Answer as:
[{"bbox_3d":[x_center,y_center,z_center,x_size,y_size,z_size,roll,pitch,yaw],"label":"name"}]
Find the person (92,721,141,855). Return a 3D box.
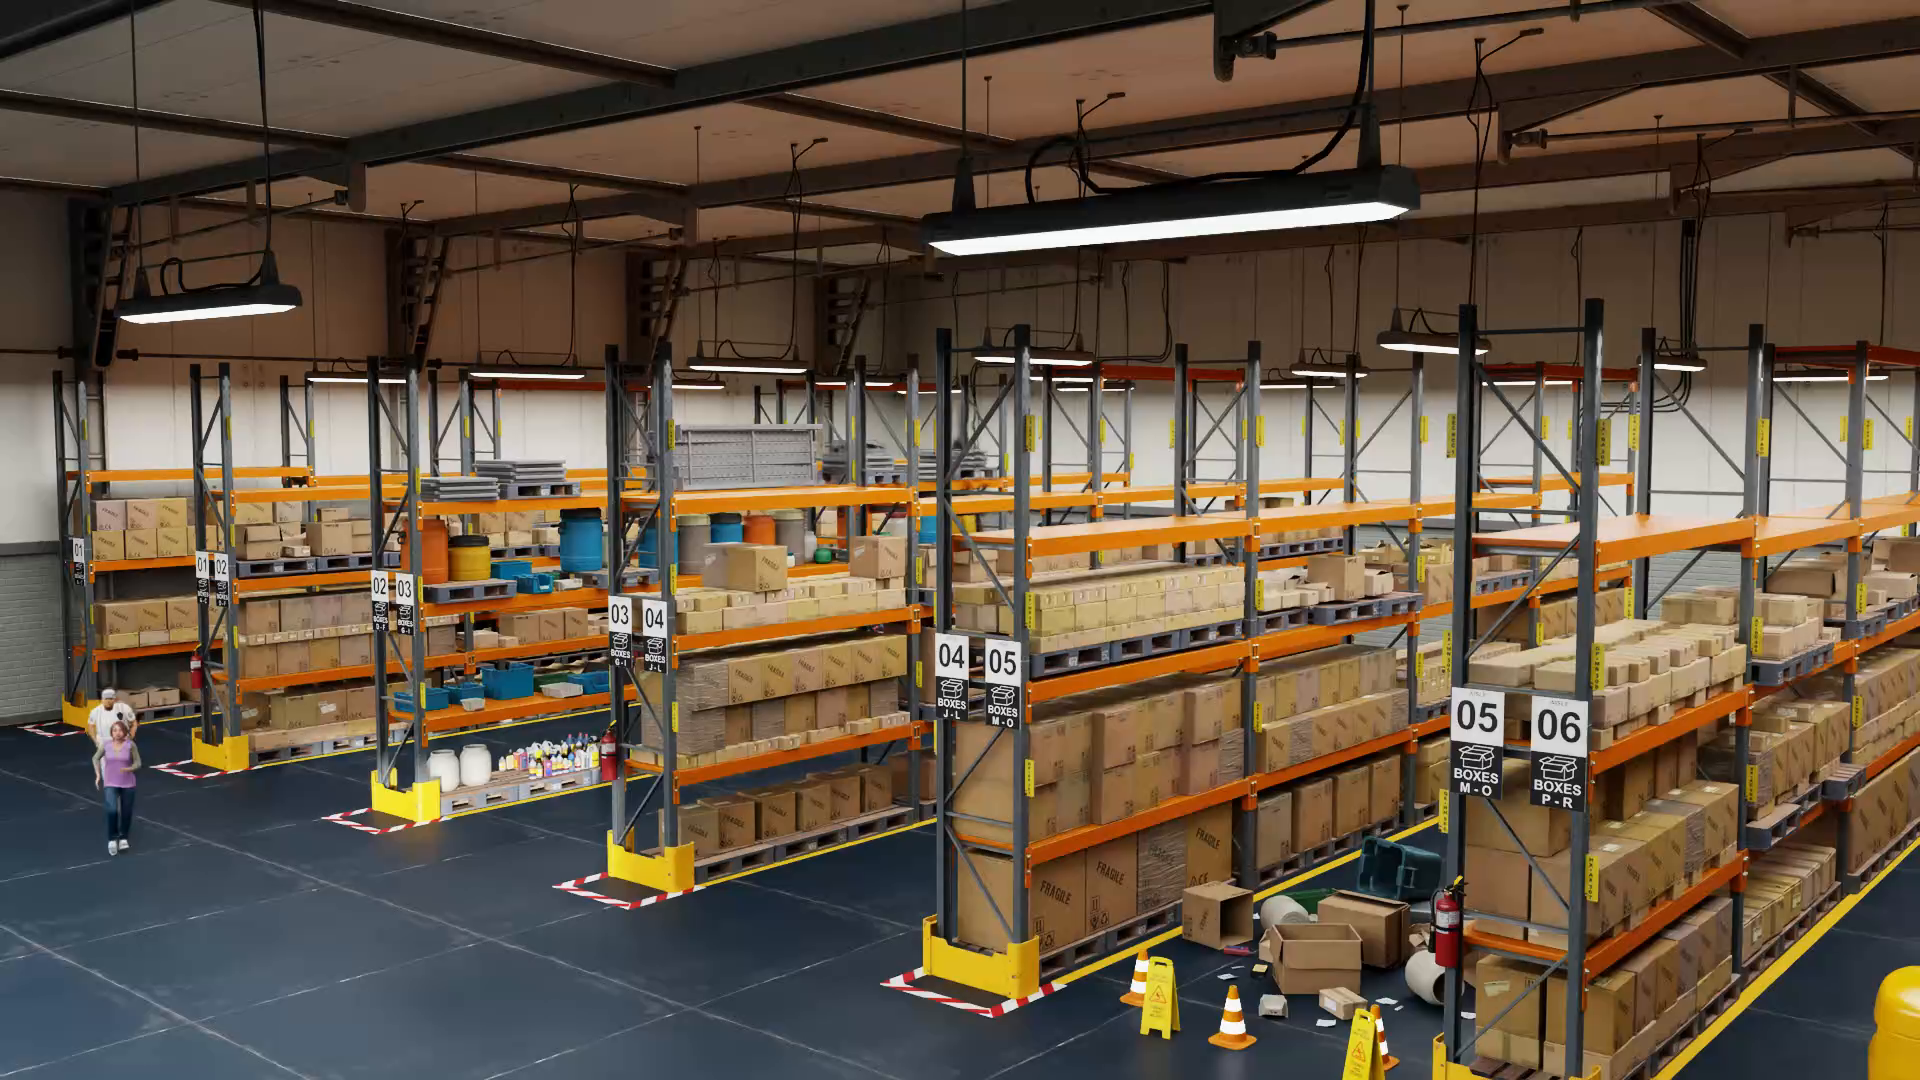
[{"bbox_3d":[-9.992,2.938,19.736,0.509,1.583,0.655,-2,5,-29],"label":"person"}]

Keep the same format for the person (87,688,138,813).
[{"bbox_3d":[-11.300,2.777,22.200,0.606,1.664,0.931,-2,5,-26],"label":"person"}]
